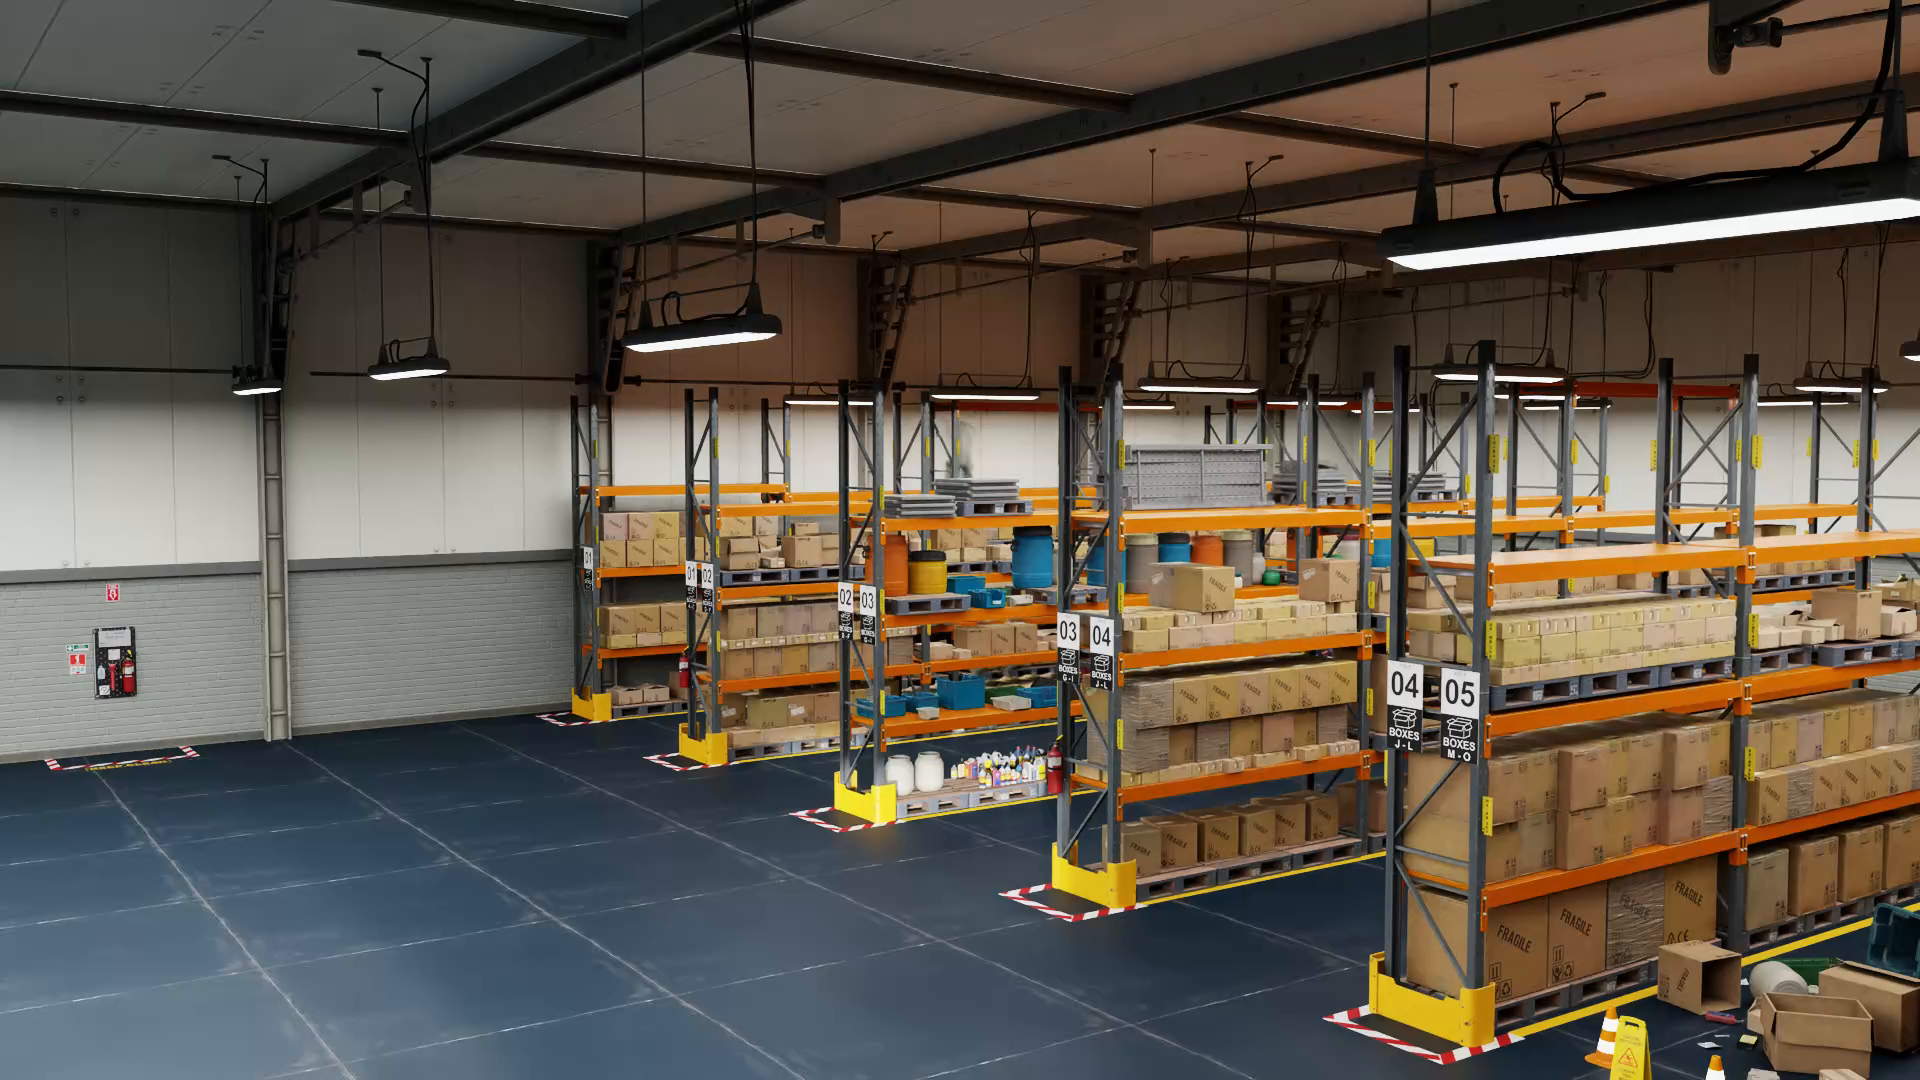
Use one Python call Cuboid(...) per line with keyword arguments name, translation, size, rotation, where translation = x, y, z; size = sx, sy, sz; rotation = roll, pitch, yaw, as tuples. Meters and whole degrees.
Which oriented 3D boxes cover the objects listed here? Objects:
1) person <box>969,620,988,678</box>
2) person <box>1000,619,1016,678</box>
Cuboid(name="person", translation=(0.424, 2.345, 32.875), size=(0.674, 1.773, 0.864), rotation=(-2, 4, -27))
Cuboid(name="person", translation=(1.008, 2.386, 32.696), size=(0.762, 1.695, 0.627), rotation=(-3, 4, -40))
